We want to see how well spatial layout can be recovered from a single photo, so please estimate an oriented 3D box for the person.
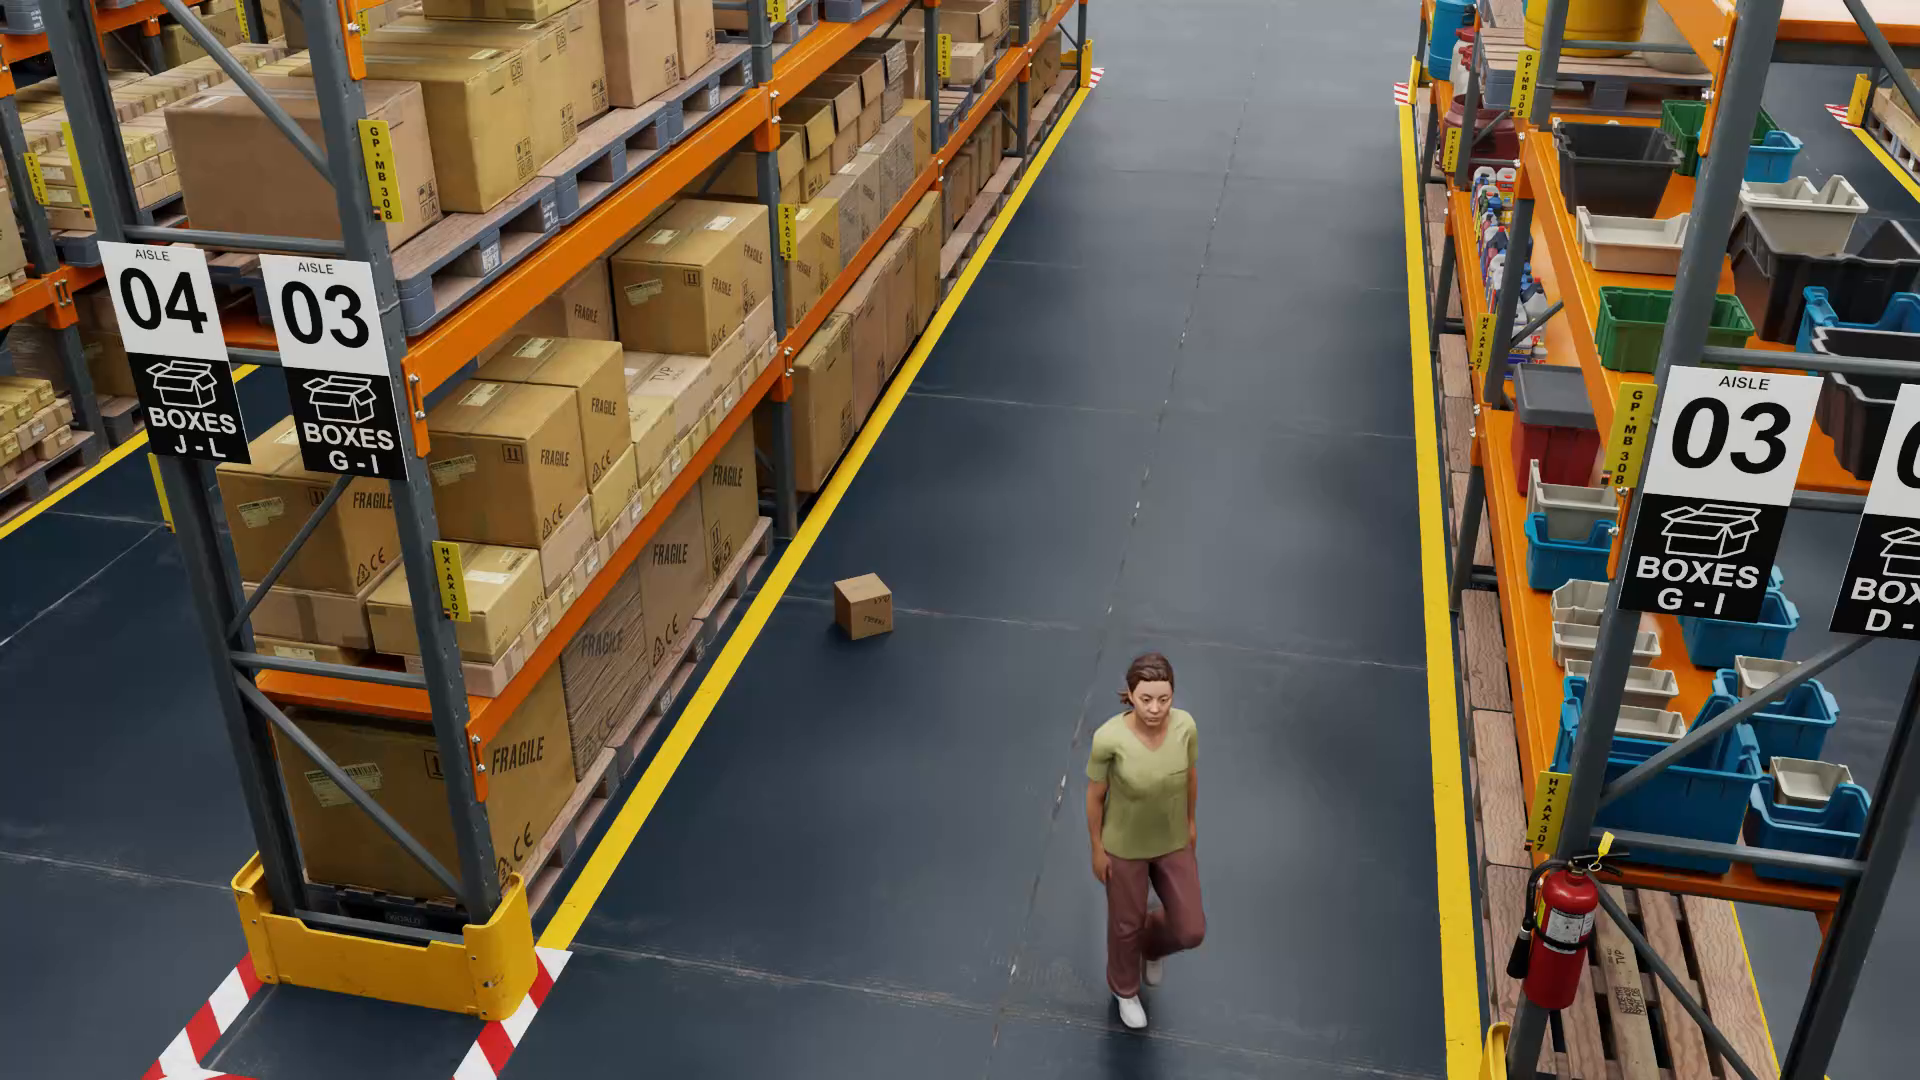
[{"bbox_3d":[0.717,1.172,6.432,0.479,1.662,0.476,-6,29,-10],"label":"person"}]
